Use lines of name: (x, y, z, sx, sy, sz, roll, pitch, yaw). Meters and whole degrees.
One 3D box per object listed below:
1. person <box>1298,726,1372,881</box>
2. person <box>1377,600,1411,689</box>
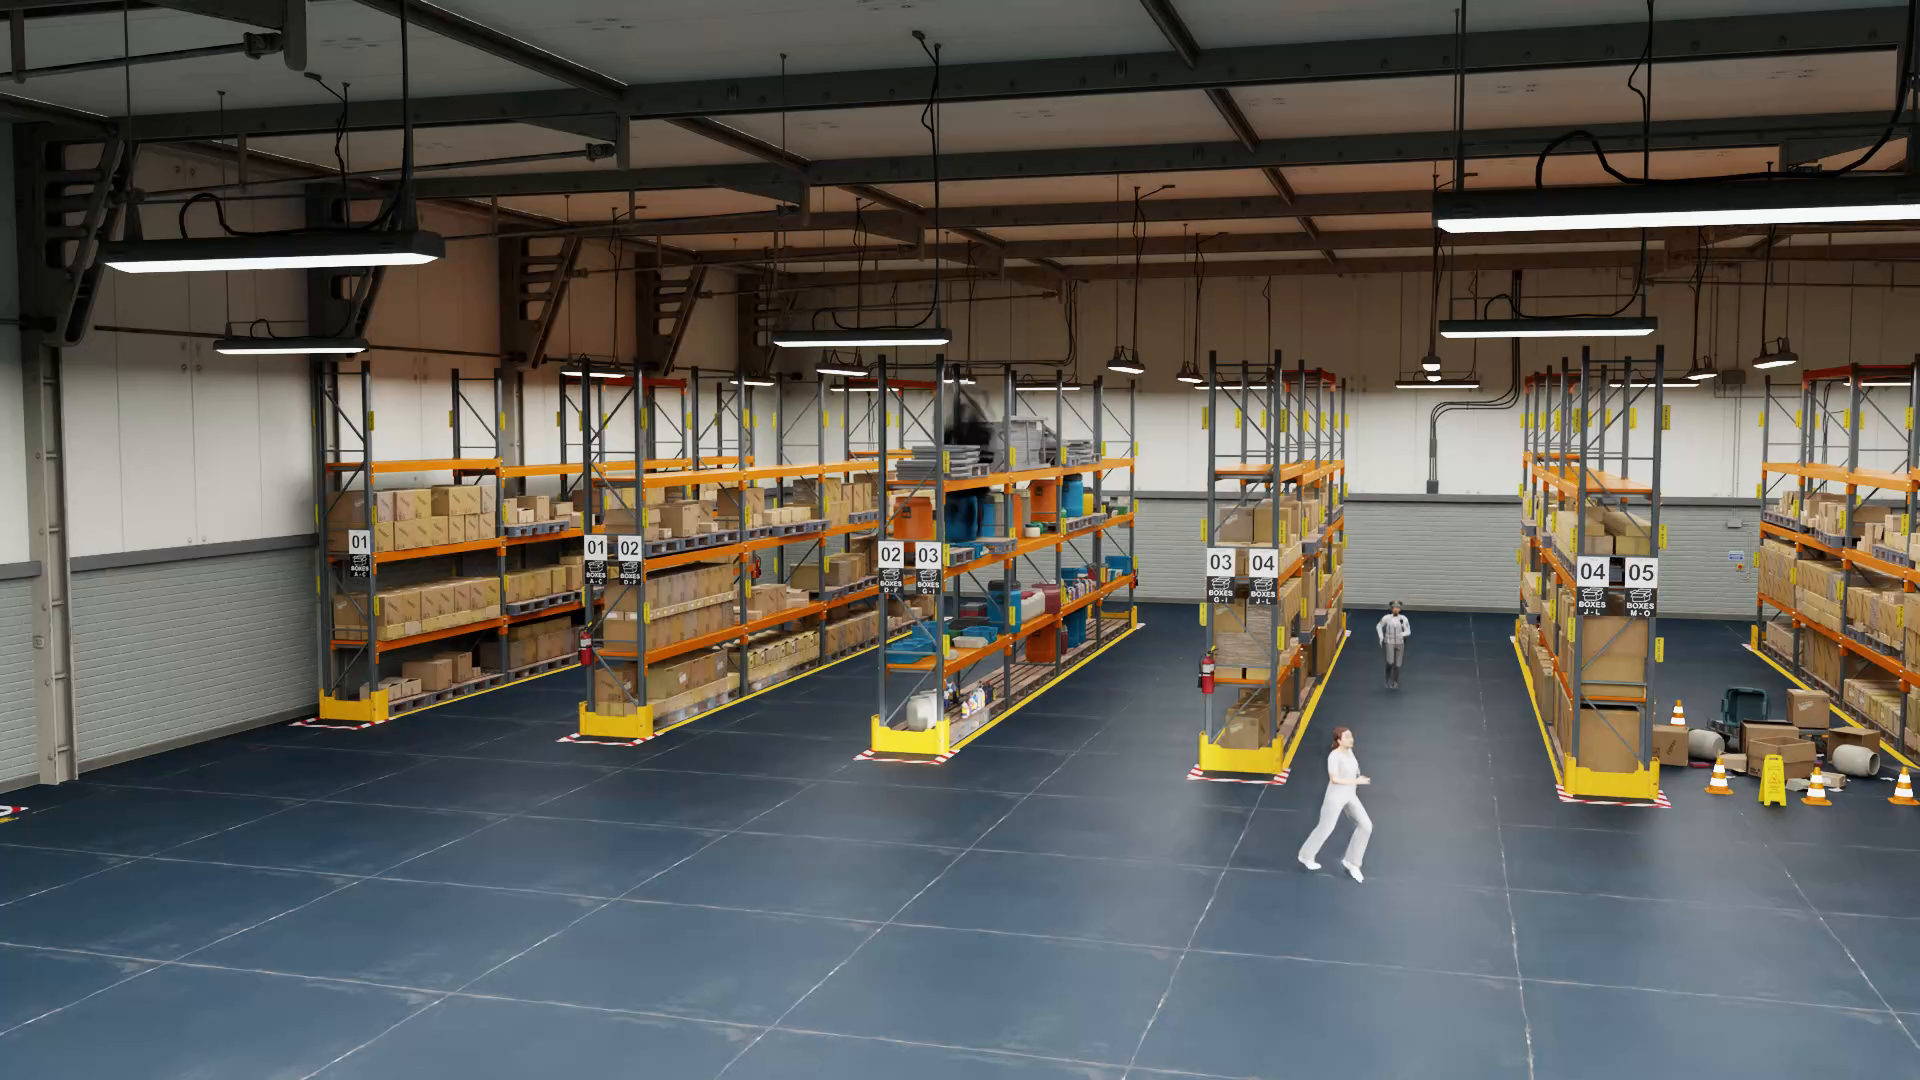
person: (4.156, 2.867, 18.251, 0.572, 1.697, 0.876, -4, 5, -42)
person: (8.080, 1.945, 30.933, 0.586, 1.666, 0.633, 1, 4, 7)
